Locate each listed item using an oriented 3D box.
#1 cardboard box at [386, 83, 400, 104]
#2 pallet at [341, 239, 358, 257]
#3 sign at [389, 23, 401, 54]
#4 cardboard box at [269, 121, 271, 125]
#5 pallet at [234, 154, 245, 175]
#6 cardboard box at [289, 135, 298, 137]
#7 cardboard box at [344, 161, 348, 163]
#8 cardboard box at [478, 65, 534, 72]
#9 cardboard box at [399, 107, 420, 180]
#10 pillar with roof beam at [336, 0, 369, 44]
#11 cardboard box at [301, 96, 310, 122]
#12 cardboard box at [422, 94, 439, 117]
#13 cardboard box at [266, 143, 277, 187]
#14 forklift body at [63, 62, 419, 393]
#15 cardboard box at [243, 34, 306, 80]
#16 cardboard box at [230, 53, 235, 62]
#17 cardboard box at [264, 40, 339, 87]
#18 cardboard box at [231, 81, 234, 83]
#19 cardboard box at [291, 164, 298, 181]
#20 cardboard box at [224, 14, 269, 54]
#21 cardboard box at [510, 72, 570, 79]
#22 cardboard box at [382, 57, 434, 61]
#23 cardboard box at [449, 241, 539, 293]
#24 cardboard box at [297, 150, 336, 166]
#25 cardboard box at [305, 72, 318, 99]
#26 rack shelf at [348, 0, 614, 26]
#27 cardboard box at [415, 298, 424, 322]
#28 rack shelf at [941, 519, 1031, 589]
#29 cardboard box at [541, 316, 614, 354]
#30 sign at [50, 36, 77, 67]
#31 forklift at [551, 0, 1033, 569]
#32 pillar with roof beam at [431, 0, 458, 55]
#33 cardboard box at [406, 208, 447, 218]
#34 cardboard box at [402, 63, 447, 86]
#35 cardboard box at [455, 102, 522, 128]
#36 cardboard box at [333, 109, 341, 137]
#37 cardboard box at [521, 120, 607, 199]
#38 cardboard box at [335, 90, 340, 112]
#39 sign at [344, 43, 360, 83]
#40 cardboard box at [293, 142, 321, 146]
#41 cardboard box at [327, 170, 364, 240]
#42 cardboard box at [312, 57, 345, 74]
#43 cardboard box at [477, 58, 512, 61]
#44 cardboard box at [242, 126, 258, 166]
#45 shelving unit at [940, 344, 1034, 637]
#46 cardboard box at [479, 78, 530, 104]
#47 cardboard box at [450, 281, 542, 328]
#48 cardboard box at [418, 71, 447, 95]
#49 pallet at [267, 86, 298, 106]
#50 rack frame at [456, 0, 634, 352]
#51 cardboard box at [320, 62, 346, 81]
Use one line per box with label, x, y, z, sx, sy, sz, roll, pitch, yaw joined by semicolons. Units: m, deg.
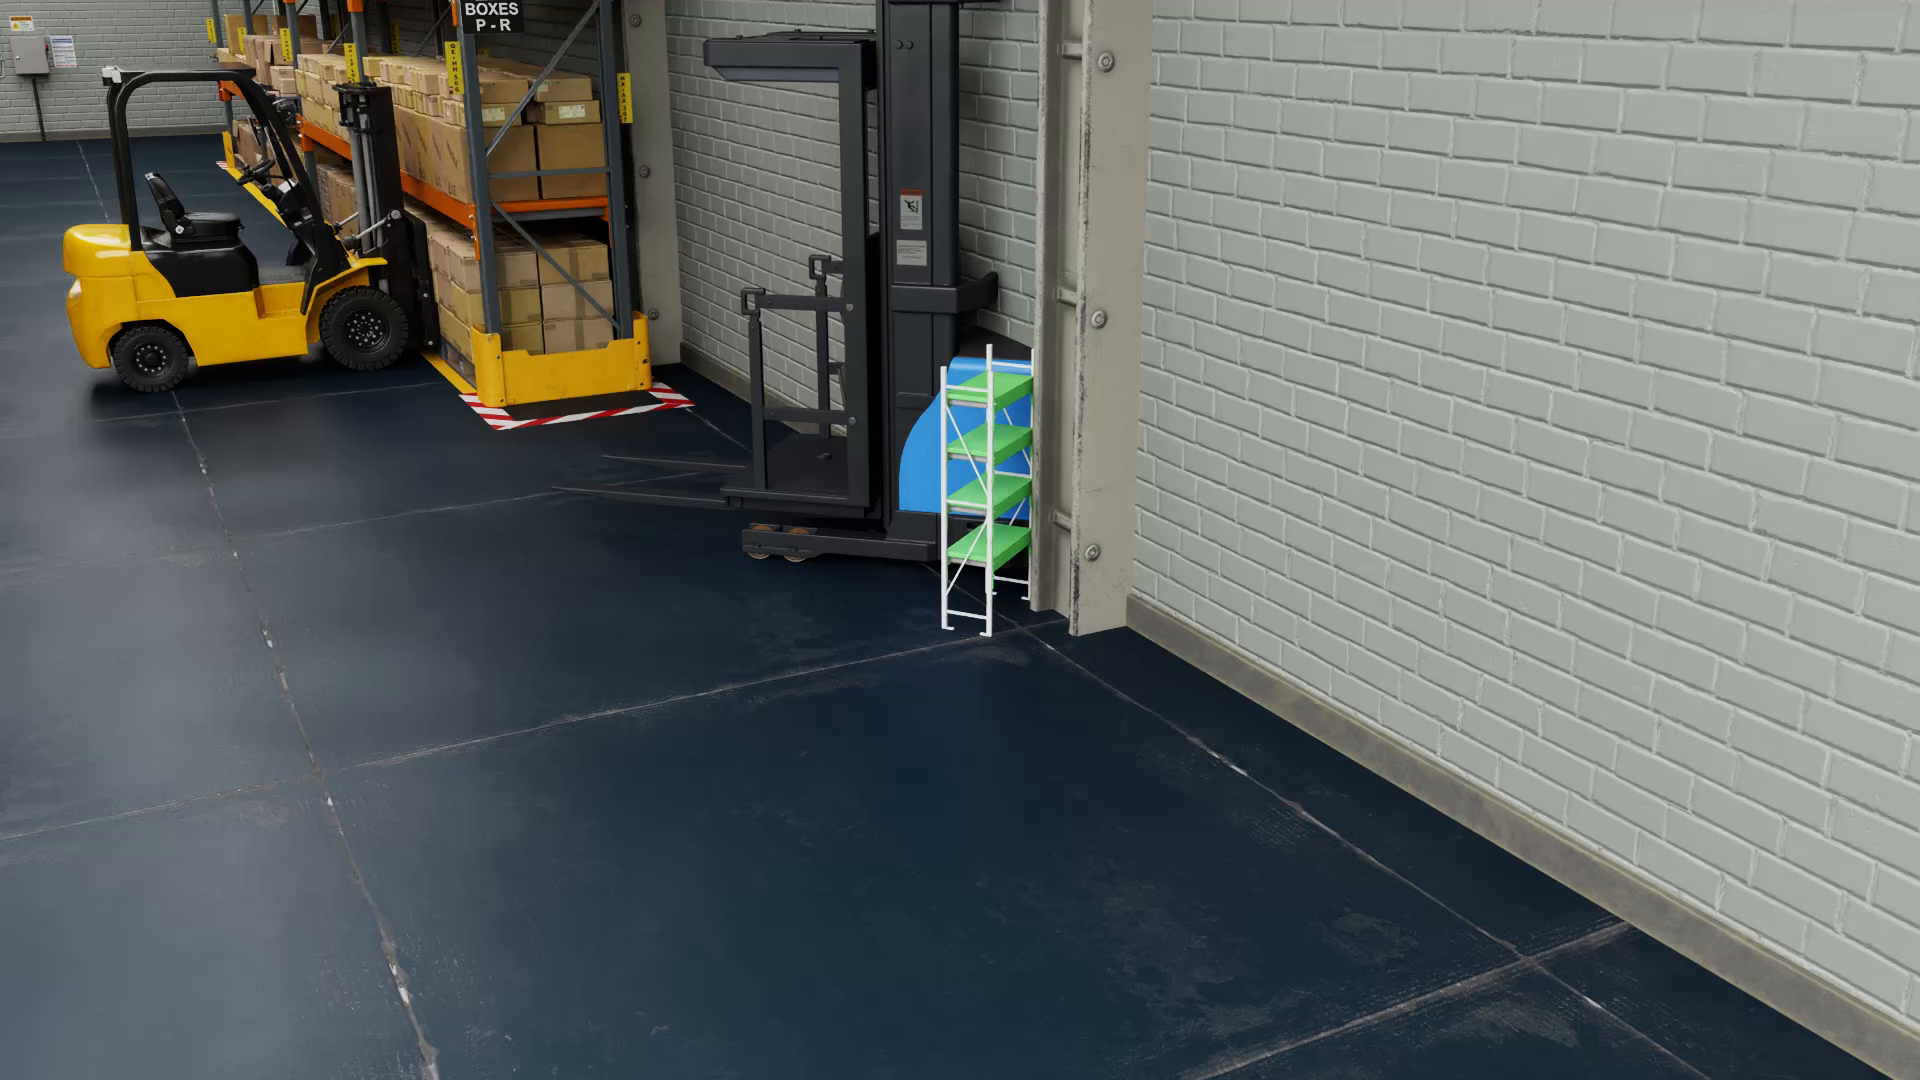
cardboard box;-4.292;-3.521;13.088;0.380;0.149;0.250;-10;22;-27
pallet;-5.627;-2.839;16.536;1.003;0.211;1.213;-10;21;-27
sign;-6.072;-5.384;17.861;0.100;0.325;0.005;-10;21;-27
cardboard box;-8.469;-5.227;20.919;0.380;0.149;0.250;-10;22;-28
pallet;-9.943;-5.477;24.182;1.003;0.211;1.213;-10;21;-27
cardboard box;-8.049;-4.861;20.315;0.380;0.149;0.250;-10;22;-28
cardboard box;-6.728;-4.075;19.030;0.500;0.500;0.500;-10;21;-26
cardboard box;-3.441;-3.526;12.646;0.380;0.149;0.250;-10;21;-26
cardboard box;-3.955;-3.041;12.693;0.500;0.500;0.500;-10;21;-26
pillar with roof beam;-11.785;-8.407;19.198;9.100;9.000;0.400;-10;21;-27
cardboard box;-6.564;-4.514;17.343;0.500;0.250;0.500;-10;21;-26
cardboard box;-3.664;-3.158;12.038;0.380;0.149;0.250;-11;22;-28
cardboard box;-8.427;-4.741;20.961;0.500;0.500;0.500;-9;21;-24
forklift body;-5.266;-2.314;12.039;2.313;2.155;1.214;-10;21;-27
cardboard box;-8.426;-5.970;20.538;0.700;0.500;0.500;-9;21;-25
cardboard box;-9.635;-6.511;22.675;0.500;0.250;0.500;-11;22;-28
cardboard box;-7.497;-5.437;18.987;0.797;0.503;0.637;-11;22;-28
cardboard box;-9.876;-6.413;23.003;0.380;0.149;0.250;-11;22;-28
cardboard box;-7.429;-4.150;19.247;0.500;0.500;0.500;-9;21;-24
cardboard box;-9.667;-6.868;22.560;0.500;0.500;0.500;-9;21;-25
cardboard box;-2.964;-3.231;11.793;0.380;0.149;0.250;-10;21;-26
cardboard box;-4.550;-3.900;13.732;0.380;0.149;0.250;-10;21;-26
cardboard box;-3.254;-1.908;11.602;0.500;0.250;0.500;-9;21;-25
cardboard box;-7.174;-4.249;18.541;0.380;0.149;0.250;-11;22;-29
cardboard box;-6.327;-4.606;16.845;0.500;0.250;0.500;-9;21;-25
rack shelf;-3.710;-4.105;12.434;1.077;0.370;4.000;-10;21;-27
cardboard box;-3.985;-1.873;13.031;0.500;0.250;0.500;-9;21;-25
rack shelf;0.132;0.059;7.553;0.258;0.148;0.480;8;21;23
cardboard box;-2.822;-1.523;12.018;0.500;0.250;0.500;-10;21;-26
sign;-15.169;-8.266;28.133;0.329;0.494;0.001;-10;21;-27
forklift;-0.609;-1.436;8.300;3.031;2.935;1.130;5;20;13
pillar with roof beam;-8.936;-6.684;14.206;9.100;9.000;0.400;-10;21;-27
cardboard box;-4.226;-2.496;13.305;0.500;0.250;0.500;-9;21;-25
cardboard box;-4.088;-3.601;12.865;0.380;0.149;0.250;-10;21;-27
cardboard box;-3.172;-2.863;11.183;0.380;0.149;0.250;-10;21;-26
cardboard box;-5.582;-3.925;15.639;0.500;0.250;0.500;-10;21;-26
cardboard box;-2.751;-2.686;11.663;0.500;0.500;0.500;-9;21;-25
cardboard box;-5.369;-4.015;15.131;0.500;0.250;0.500;-11;22;-28
sign;-5.133;-4.024;14.042;0.100;0.325;0.005;-10;21;-27
cardboard box;-7.622;-4.561;19.444;0.380;0.149;0.250;-11;22;-29
cardboard box;-5.958;-3.458;17.051;0.875;0.625;0.625;-9;21;-25
cardboard box;-6.259;-4.747;16.642;0.380;0.149;0.250;-10;21;-26
cardboard box;-3.848;-3.837;13.548;0.380;0.149;0.250;-10;22;-28
cardboard box;-9.616;-5.454;23.027;0.500;0.500;0.500;-10;21;-26
shelving unit;0.132;-0.228;7.454;0.258;1.200;0.503;8;21;23
cardboard box;-3.116;-3.018;11.175;0.380;0.149;0.250;-10;21;-27
cardboard box;-3.267;-1.679;11.705;0.500;0.250;0.500;-10;22;-27
cardboard box;-3.683;-3.295;11.979;0.380;0.149;0.250;-9;21;-25
pallet;-7.487;-5.217;19.445;1.003;0.211;1.213;-10;21;-27
rack frame;-2.760;-2.453;11.142;1.000;3.000;0.127;-10;21;-27
cardboard box;-5.844;-4.445;15.768;0.380;0.149;0.250;-11;22;-28
